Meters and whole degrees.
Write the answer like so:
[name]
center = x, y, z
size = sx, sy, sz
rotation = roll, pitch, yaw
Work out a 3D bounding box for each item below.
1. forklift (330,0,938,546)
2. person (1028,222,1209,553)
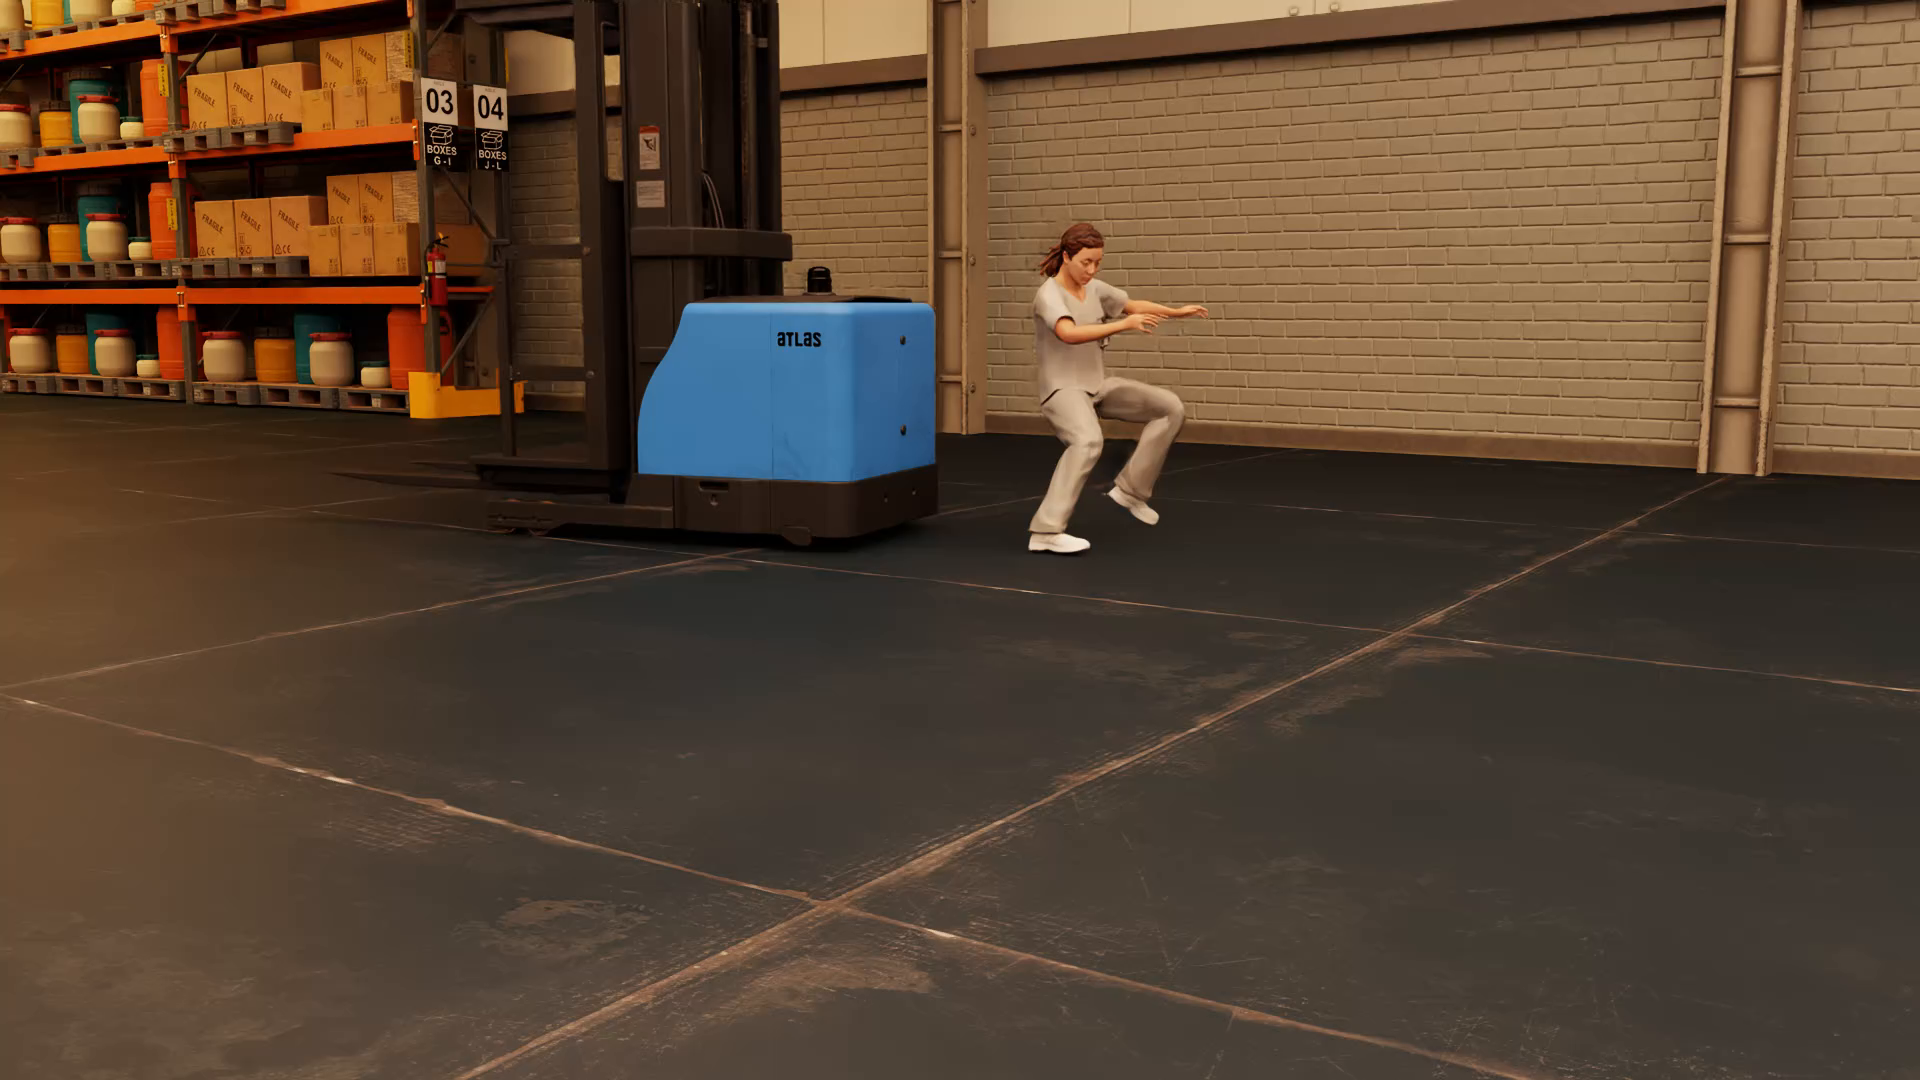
[forklift]
center = -1.672, -1.533, 7.974
size = 3.031, 2.935, 1.130
rotation = 3, 9, 22
[person]
center = 0.648, -0.700, 7.439
size = 0.697, 1.423, 0.929
rotation = 8, 11, 44
